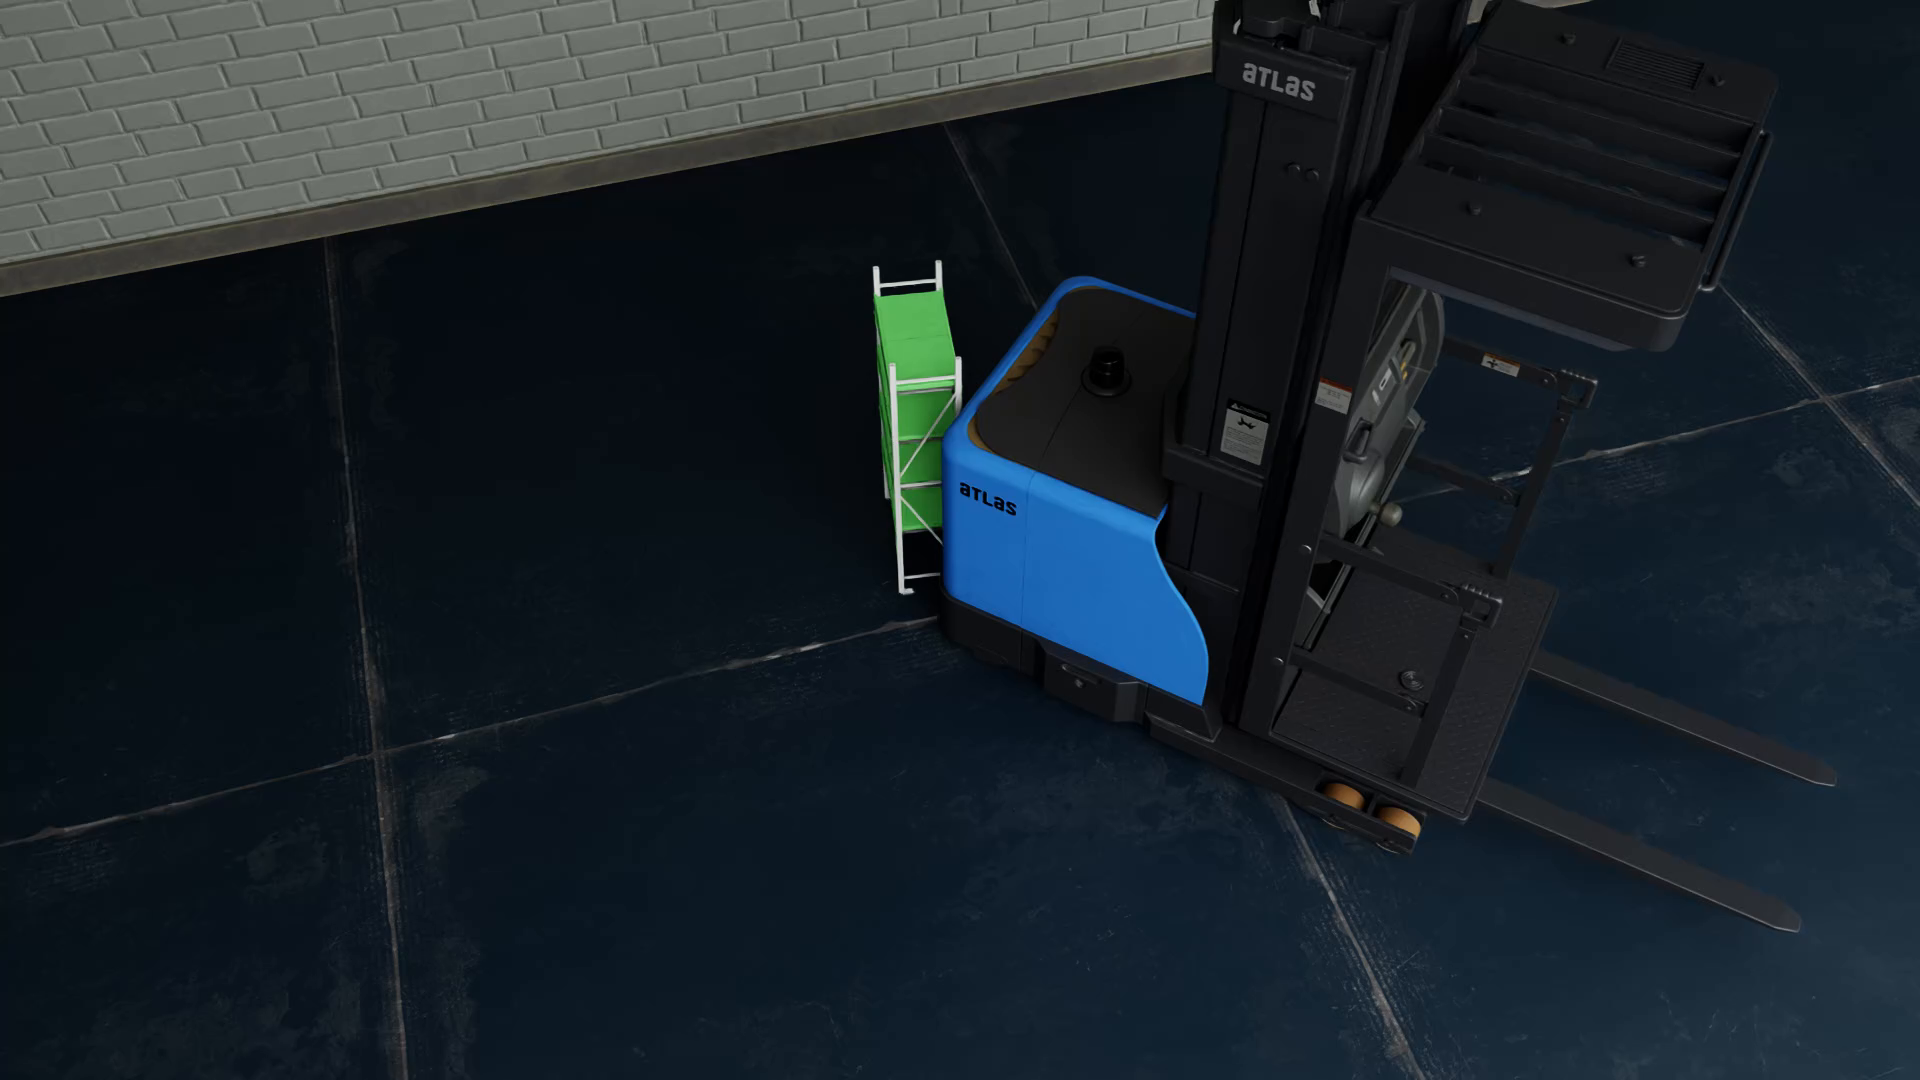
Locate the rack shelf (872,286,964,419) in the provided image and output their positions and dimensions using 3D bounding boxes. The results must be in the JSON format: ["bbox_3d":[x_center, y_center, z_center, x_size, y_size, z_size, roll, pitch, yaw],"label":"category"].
[{"bbox_3d":[-0.149,-0.653,5.761,0.258,0.148,0.480,-6,50,-5],"label":"rack shelf"}]

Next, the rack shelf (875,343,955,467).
[{"bbox_3d":[-0.149,-0.499,5.945,0.258,0.148,0.480,-6,50,-5],"label":"rack shelf"}]

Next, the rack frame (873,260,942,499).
[{"bbox_3d":[-0.183,-0.570,6.235,0.240,1.200,0.015,-6,50,-5],"label":"rack frame"}]

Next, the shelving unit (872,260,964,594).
[{"bbox_3d":[-0.149,-0.385,6.080,0.258,1.200,0.503,-6,50,-5],"label":"shelving unit"}]

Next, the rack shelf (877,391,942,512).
[{"bbox_3d":[-0.149,-0.344,6.128,0.258,0.148,0.480,-6,50,-5],"label":"rack shelf"}]

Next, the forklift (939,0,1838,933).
[{"bbox_3d":[1.464,-0.353,4.921,3.031,2.935,1.130,23,54,18],"label":"forklift"}]

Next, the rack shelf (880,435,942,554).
[{"bbox_3d":[-0.149,-0.189,6.312,0.258,0.148,0.480,-6,50,-5],"label":"rack shelf"}]

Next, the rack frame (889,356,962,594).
[{"bbox_3d":[-0.115,-0.200,5.924,0.240,1.200,0.015,-6,50,-5],"label":"rack frame"}]
